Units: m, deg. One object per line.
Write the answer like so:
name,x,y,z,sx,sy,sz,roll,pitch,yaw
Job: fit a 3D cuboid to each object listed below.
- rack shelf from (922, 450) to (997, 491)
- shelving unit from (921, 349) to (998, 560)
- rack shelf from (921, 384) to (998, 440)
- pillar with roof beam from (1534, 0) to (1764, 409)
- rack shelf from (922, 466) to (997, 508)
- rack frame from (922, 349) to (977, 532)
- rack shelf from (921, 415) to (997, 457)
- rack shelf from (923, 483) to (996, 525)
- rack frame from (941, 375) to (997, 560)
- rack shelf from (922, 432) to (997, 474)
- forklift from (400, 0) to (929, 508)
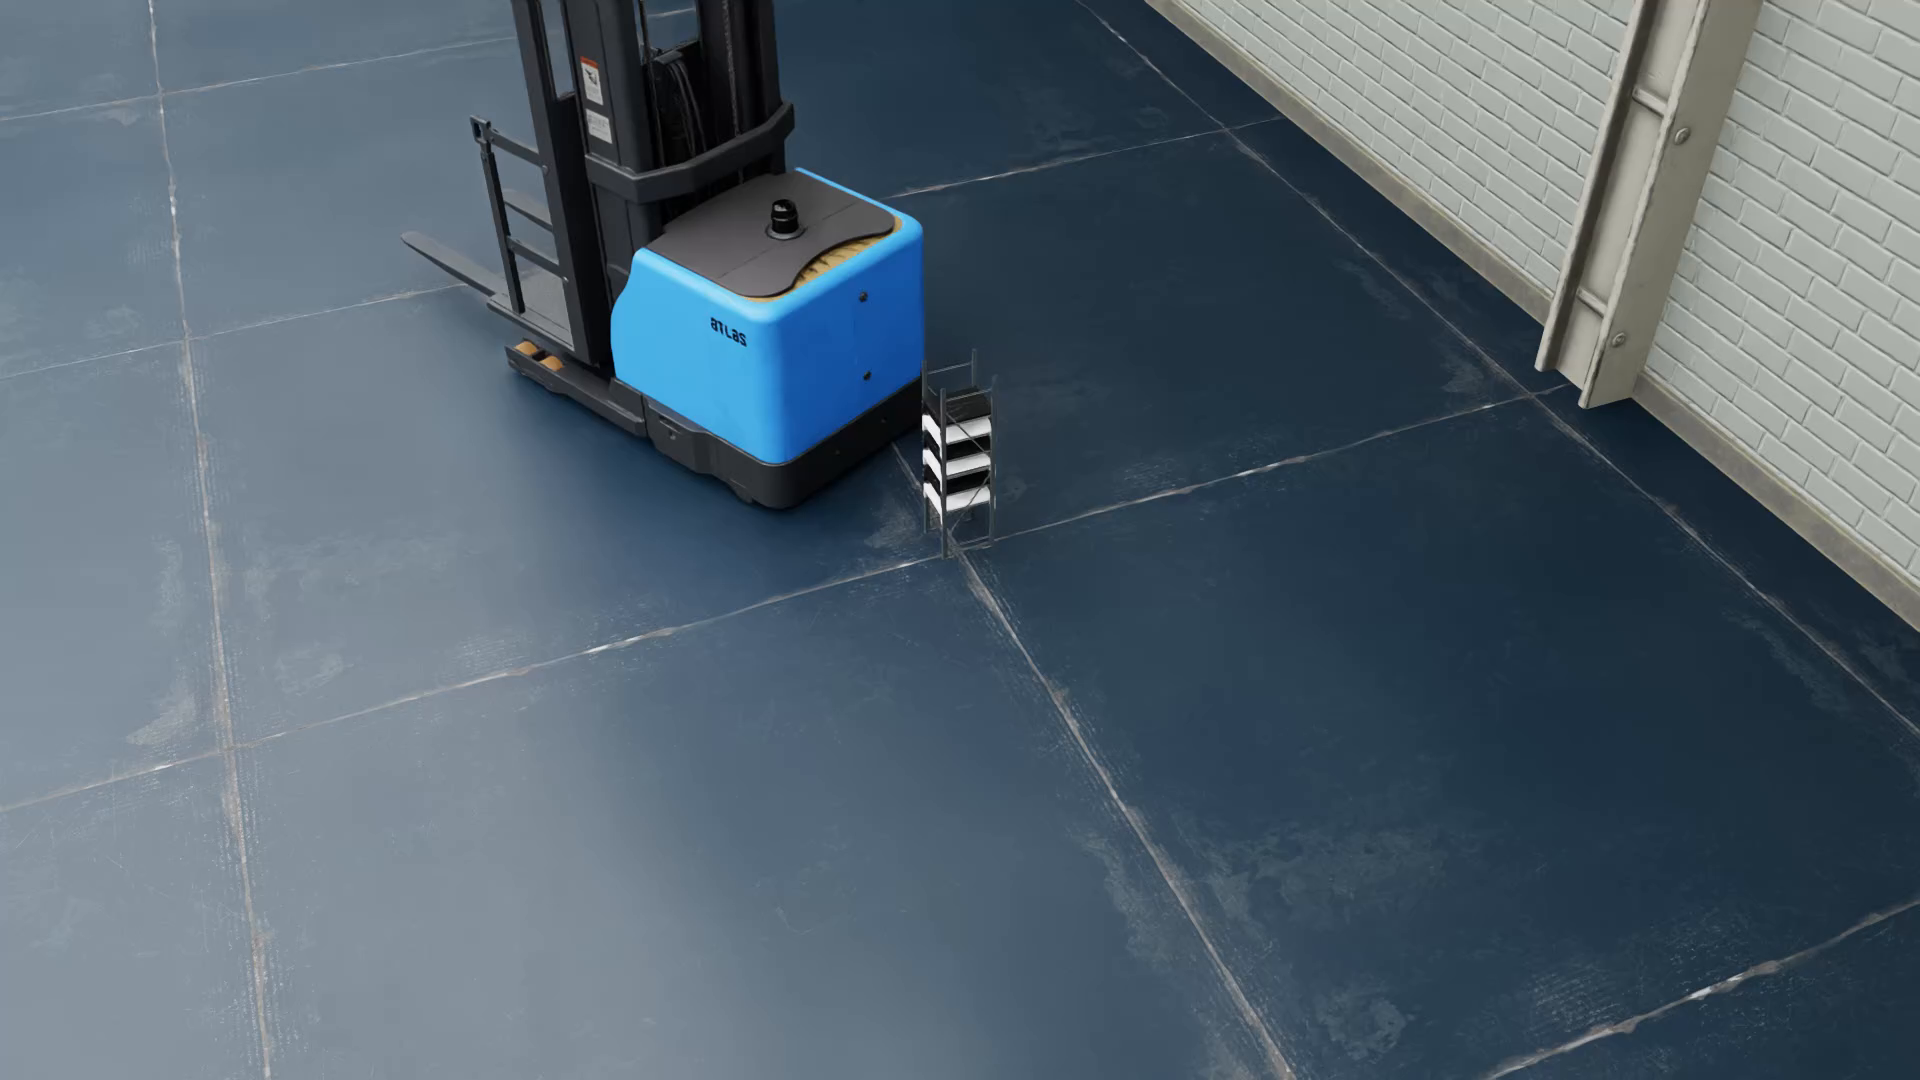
rack shelf,-0.003,-0.321,6.984,0.258,0.077,0.200,-15,43,-17
shelving unit,-0.003,-0.346,6.962,0.258,0.900,0.210,-15,43,-17
rack shelf,-0.003,-0.526,6.808,0.258,0.077,0.200,-15,43,-17
pillar with roof beam,-0.914,-3.121,3.978,9.100,9.000,0.400,-15,43,-17
rack shelf,-0.003,-0.253,7.043,0.258,0.077,0.200,-15,43,-17
rack frame,-0.042,-0.407,7.034,0.240,0.900,0.006,-15,43,-17
rack shelf,-0.003,-0.457,6.867,0.258,0.077,0.200,-15,43,-17
rack shelf,-0.003,-0.184,7.101,0.258,0.077,0.200,-15,43,-17
rack frame,0.036,-0.285,6.891,0.240,0.900,0.006,-15,43,-17
rack shelf,-0.003,-0.389,6.925,0.258,0.077,0.200,-15,43,-17
forklift,-1.590,-2.069,7.408,3.031,2.935,1.130,29,49,30
